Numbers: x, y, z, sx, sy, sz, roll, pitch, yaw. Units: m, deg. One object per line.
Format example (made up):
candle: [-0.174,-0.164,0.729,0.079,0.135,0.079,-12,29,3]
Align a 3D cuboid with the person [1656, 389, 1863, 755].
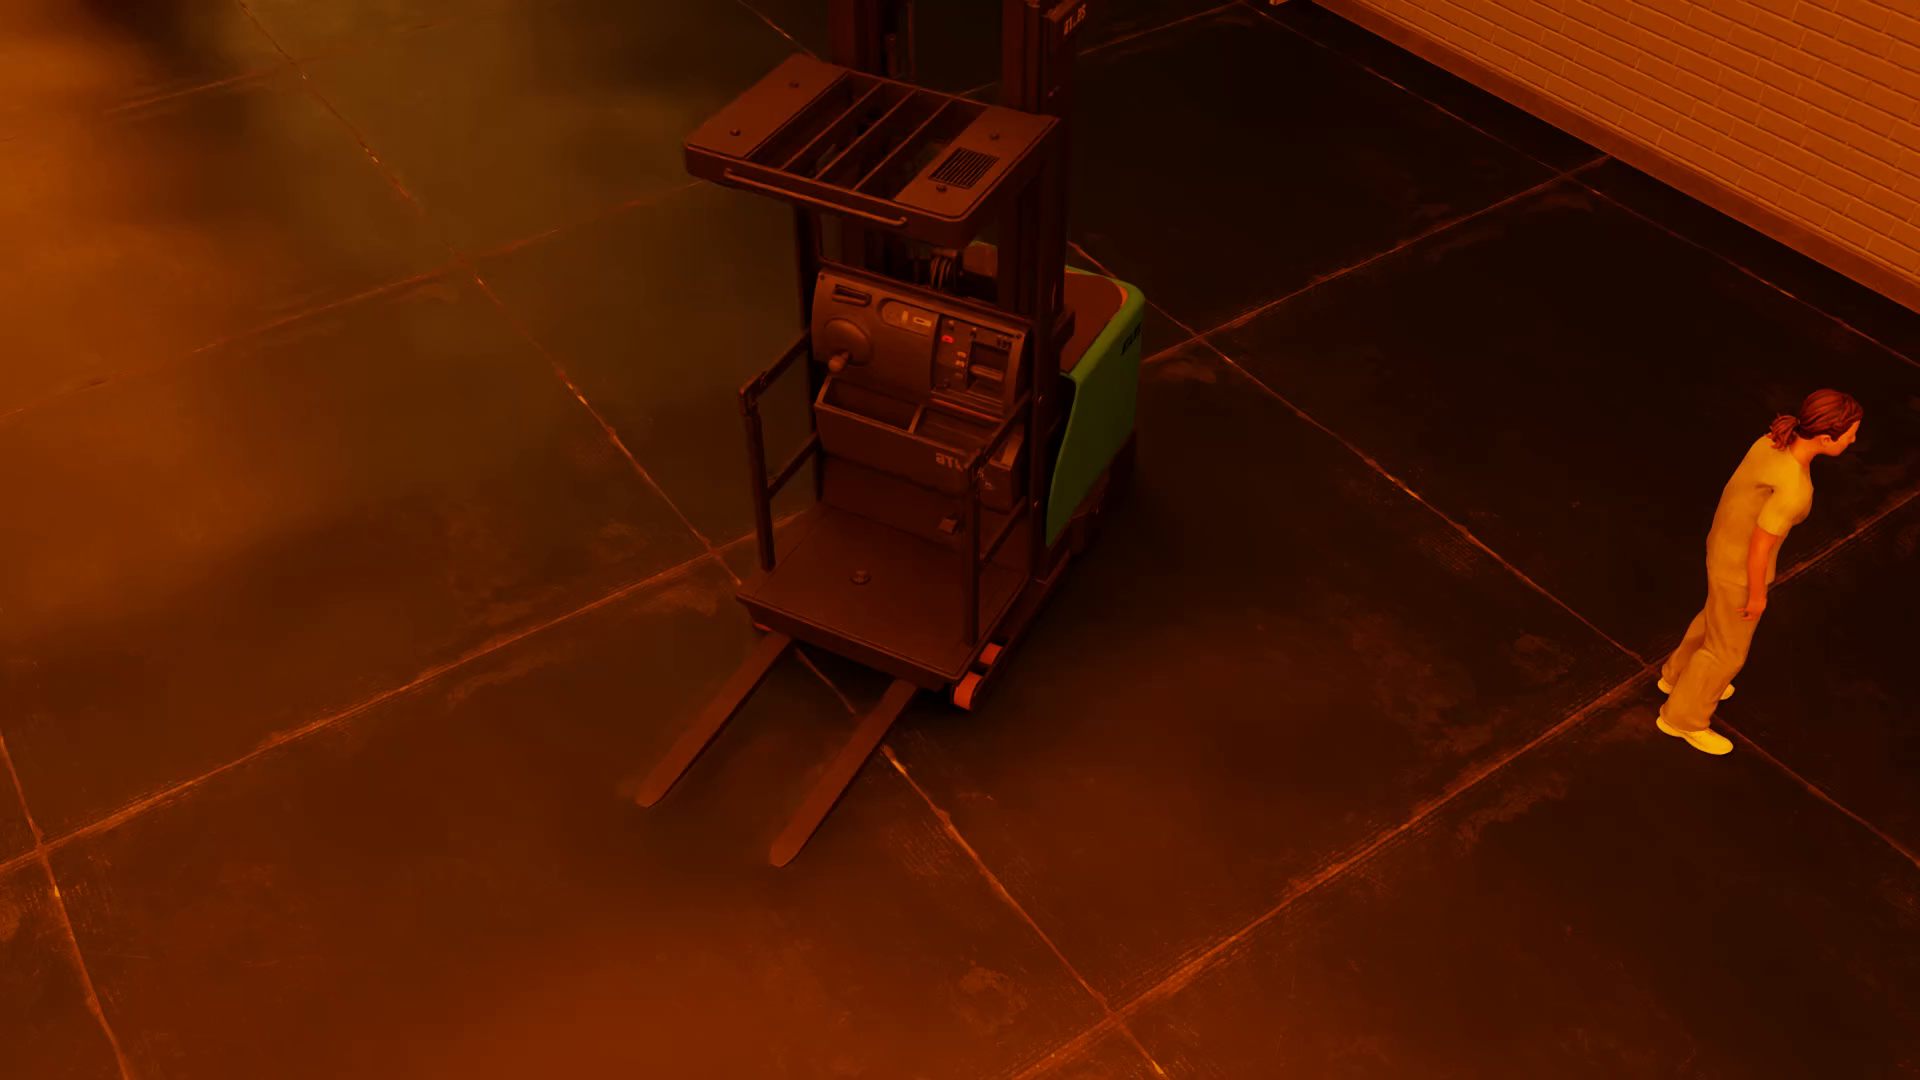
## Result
person: [3.107,0.100,6.537,0.365,1.671,0.501,12,44,13]

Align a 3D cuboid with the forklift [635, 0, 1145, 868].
forklift: [-0.270,-0.701,6.477,1.130,2.935,3.031,19,46,20]
